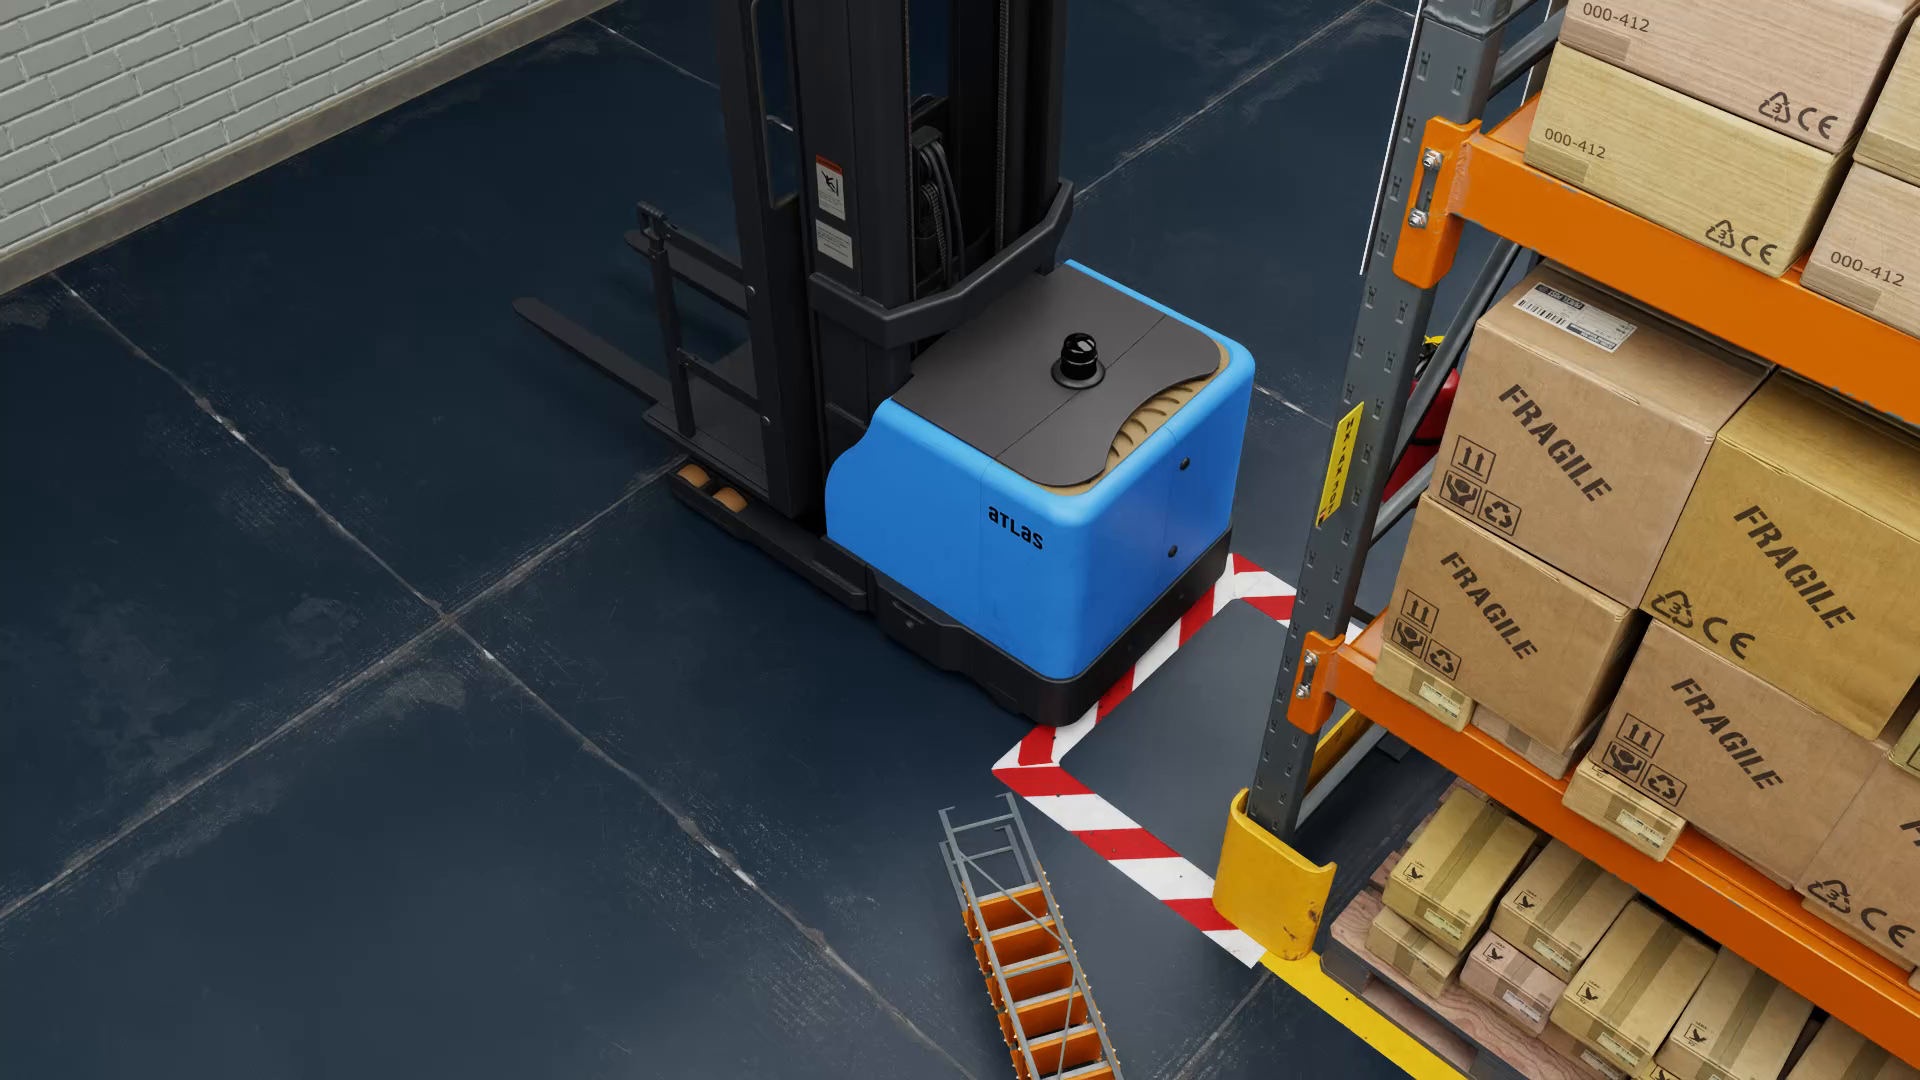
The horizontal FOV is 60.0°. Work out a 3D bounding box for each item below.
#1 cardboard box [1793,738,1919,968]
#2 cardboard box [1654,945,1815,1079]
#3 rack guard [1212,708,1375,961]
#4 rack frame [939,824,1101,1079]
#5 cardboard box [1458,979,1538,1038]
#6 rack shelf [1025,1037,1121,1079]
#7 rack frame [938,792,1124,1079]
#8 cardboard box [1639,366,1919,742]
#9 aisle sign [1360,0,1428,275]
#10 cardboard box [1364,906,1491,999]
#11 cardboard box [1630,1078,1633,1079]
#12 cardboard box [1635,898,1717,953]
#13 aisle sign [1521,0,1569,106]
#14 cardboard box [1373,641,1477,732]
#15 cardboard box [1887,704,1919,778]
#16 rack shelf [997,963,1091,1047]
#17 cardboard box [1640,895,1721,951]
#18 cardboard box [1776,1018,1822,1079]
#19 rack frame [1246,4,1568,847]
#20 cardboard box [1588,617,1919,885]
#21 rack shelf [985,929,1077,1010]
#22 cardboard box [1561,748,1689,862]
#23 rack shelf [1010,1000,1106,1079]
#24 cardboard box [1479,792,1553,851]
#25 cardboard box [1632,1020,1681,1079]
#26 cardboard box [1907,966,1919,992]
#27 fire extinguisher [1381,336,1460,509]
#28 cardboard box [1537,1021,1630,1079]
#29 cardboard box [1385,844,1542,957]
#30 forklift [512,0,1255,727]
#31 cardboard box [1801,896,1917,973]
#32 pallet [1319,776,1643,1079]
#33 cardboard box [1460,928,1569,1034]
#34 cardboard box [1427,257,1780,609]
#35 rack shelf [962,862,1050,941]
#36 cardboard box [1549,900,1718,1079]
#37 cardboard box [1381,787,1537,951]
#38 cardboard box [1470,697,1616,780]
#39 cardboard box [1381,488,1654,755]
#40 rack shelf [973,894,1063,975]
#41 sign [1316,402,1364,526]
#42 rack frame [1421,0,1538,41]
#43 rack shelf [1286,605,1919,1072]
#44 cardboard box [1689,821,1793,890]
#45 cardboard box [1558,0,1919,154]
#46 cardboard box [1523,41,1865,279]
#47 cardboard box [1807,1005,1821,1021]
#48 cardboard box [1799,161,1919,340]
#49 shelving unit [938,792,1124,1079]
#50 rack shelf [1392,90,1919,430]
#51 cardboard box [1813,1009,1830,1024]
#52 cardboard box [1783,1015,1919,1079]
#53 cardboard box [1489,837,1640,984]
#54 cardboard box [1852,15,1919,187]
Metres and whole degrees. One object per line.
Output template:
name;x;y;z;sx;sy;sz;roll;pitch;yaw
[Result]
cardboard box;2.131;0.570;3.385;0.500;0.500;0.500;35;56;28
cardboard box;2.002;1.249;4.279;0.250;0.149;0.380;31;54;26
rack guard;1.283;0.729;5.222;0.348;0.500;1.175;34;55;28
rack frame;0.221;1.365;4.961;0.240;0.006;1.200;-13;48;-12
cardboard box;1.643;1.184;4.748;0.250;0.149;0.380;34;55;28
rack shelf;0.313;1.522;4.688;0.258;0.180;0.103;-13;48;-12
rack frame;0.221;1.240;4.828;0.240;0.006;1.200;-13;48;-12
cardboard box;1.752;-0.032;3.264;0.500;0.500;0.500;36;56;29
aisle sign;0.970;-0.929;3.282;0.004;0.787;0.394;34;55;28
cardboard box;1.395;1.099;4.828;0.250;0.149;0.380;35;56;28
cardboard box;1.943;1.489;4.462;0.250;0.149;0.380;35;56;28
cardboard box;1.840;1.202;4.527;0.250;0.149;0.380;35;56;28
aisle sign;1.377;-1.251;3.583;0.004;0.787;0.394;34;55;28
cardboard box;1.242;0.258;4.123;0.250;0.149;0.380;34;55;27
cardboard box;2.119;0.237;3.011;0.500;0.500;0.500;33;55;27
rack shelf;0.243;1.355;4.845;0.258;0.180;0.103;-13;48;-12
cardboard box;2.148;1.066;4.859;0.250;0.149;0.380;34;55;28
cardboard box;2.215;1.468;4.278;0.250;0.149;0.380;31;54;26
rack frame;1.227;-0.164;4.346;0.127;3.000;1.000;34;55;28
cardboard box;1.780;0.321;3.618;0.500;0.500;0.500;34;55;28
rack shelf;0.208;1.271;4.924;0.258;0.180;0.103;-13;48;-12
cardboard box;1.619;0.523;3.873;0.250;0.149;0.380;32;55;27
rack shelf;0.278;1.439;4.766;0.258;0.180;0.103;-13;48;-12
cardboard box;1.755;0.817;5.093;0.250;0.149;0.380;35;56;28
cardboard box;1.955;1.387;4.353;0.250;0.149;0.380;36;56;29
cardboard box;2.247;0.862;3.555;0.250;0.149;0.380;33;55;27
fire extinguisher;1.355;-0.382;4.859;0.183;0.674;0.296;34;55;28
cardboard box;1.830;1.303;4.636;0.250;0.149;0.380;35;56;28
cardboard box;1.438;0.963;4.752;0.380;0.149;0.250;-36;56;-29
forklift;-0.481;-1.300;5.460;3.031;2.935;1.130;32;54;26
cardboard box;2.085;0.725;3.684;0.250;0.149;0.380;33;55;27
pallet;1.856;1.249;4.933;1.213;0.211;1.003;34;55;28
cardboard box;1.601;1.129;4.596;0.250;0.149;0.380;34;55;28
cardboard box;1.377;-0.278;3.495;0.500;0.500;0.500;34;55;27
rack shelf;0.139;1.104;5.081;0.258;0.180;0.103;-13;48;-12
cardboard box;1.764;1.171;4.353;0.250;0.149;0.380;34;55;28
cardboard box;1.381;0.906;4.601;0.250;0.149;0.380;32;54;26
cardboard box;1.458;0.362;4.025;0.250;0.149;0.380;36;56;29
cardboard box;1.369;0.070;3.854;0.500;0.500;0.500;-36;56;-29
rack shelf;0.174;1.188;5.002;0.258;0.180;0.103;-13;48;-12
sign;0.859;-0.169;3.758;0.005;0.325;0.100;34;55;28
rack frame;1.227;-2.217;2.159;0.127;3.000;1.000;34;55;28
rack shelf;2.696;1.071;3.680;4.000;0.370;1.077;34;55;28
cardboard box;1.902;0.578;3.822;0.380;0.149;0.250;-36;56;-29
cardboard box;1.380;-0.949;2.786;0.500;0.250;0.500;35;56;28
cardboard box;1.383;-0.780;2.970;0.500;0.250;0.500;36;56;29
cardboard box;2.319;1.119;4.606;0.250;0.149;0.380;33;55;27
cardboard box;1.767;-0.518;2.724;0.500;0.250;0.500;36;56;29
shelving unit;0.221;1.302;4.894;0.258;0.189;1.200;-13;48;-12
rack shelf;2.696;0.045;2.587;4.000;0.370;1.077;34;55;28
cardboard box;2.569;1.274;4.664;0.250;0.149;0.380;32;54;26
cardboard box;2.200;1.391;4.146;0.250;0.149;0.380;36;56;29
cardboard box;1.666;0.978;4.534;0.250;0.149;0.380;35;56;28
cardboard box;1.757;-0.697;2.549;0.500;0.250;0.500;33;55;27
